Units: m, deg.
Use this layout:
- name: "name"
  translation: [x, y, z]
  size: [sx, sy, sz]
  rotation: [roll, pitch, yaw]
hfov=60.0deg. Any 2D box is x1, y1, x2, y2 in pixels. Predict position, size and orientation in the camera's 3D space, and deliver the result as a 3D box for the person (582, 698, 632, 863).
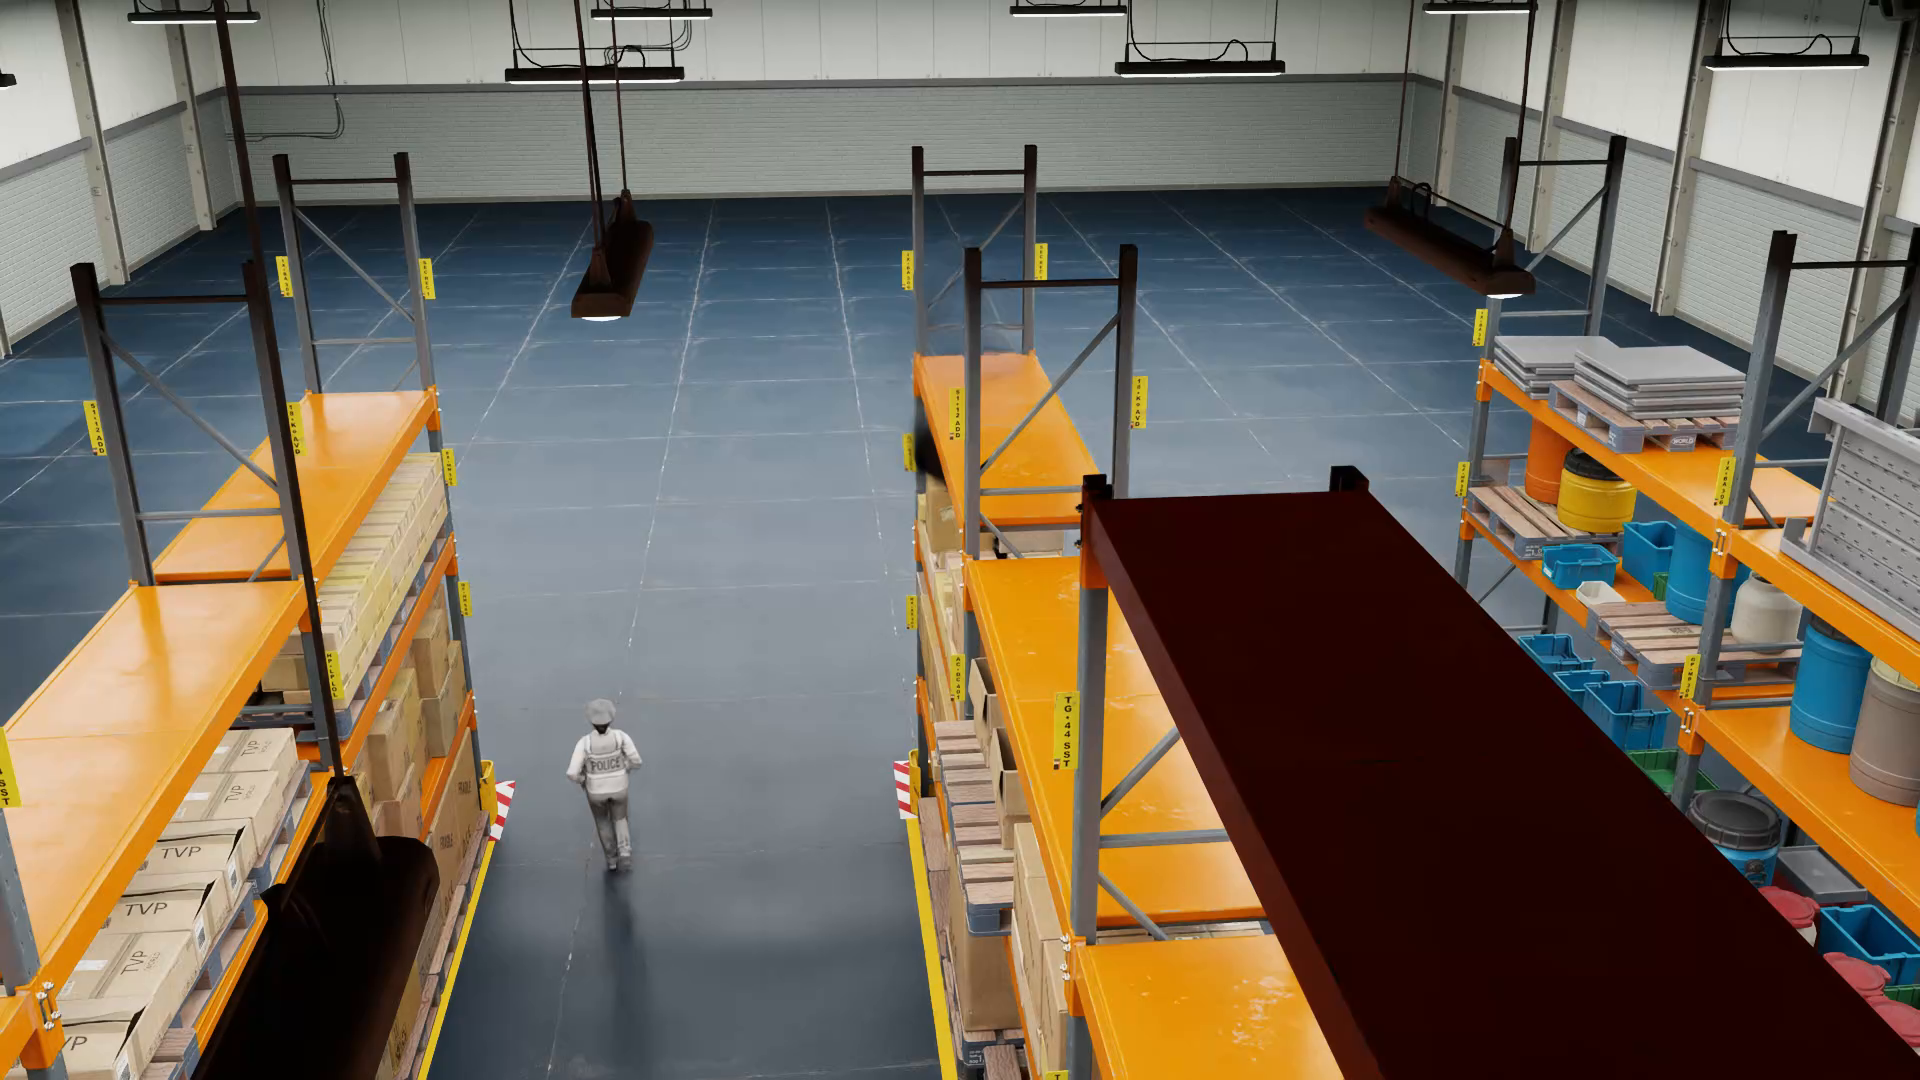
- name: "person"
  translation: [-2.991, 2.091, 14.037]
  size: [0.373, 1.598, 0.566]
  rotation: [-7, 23, -17]
